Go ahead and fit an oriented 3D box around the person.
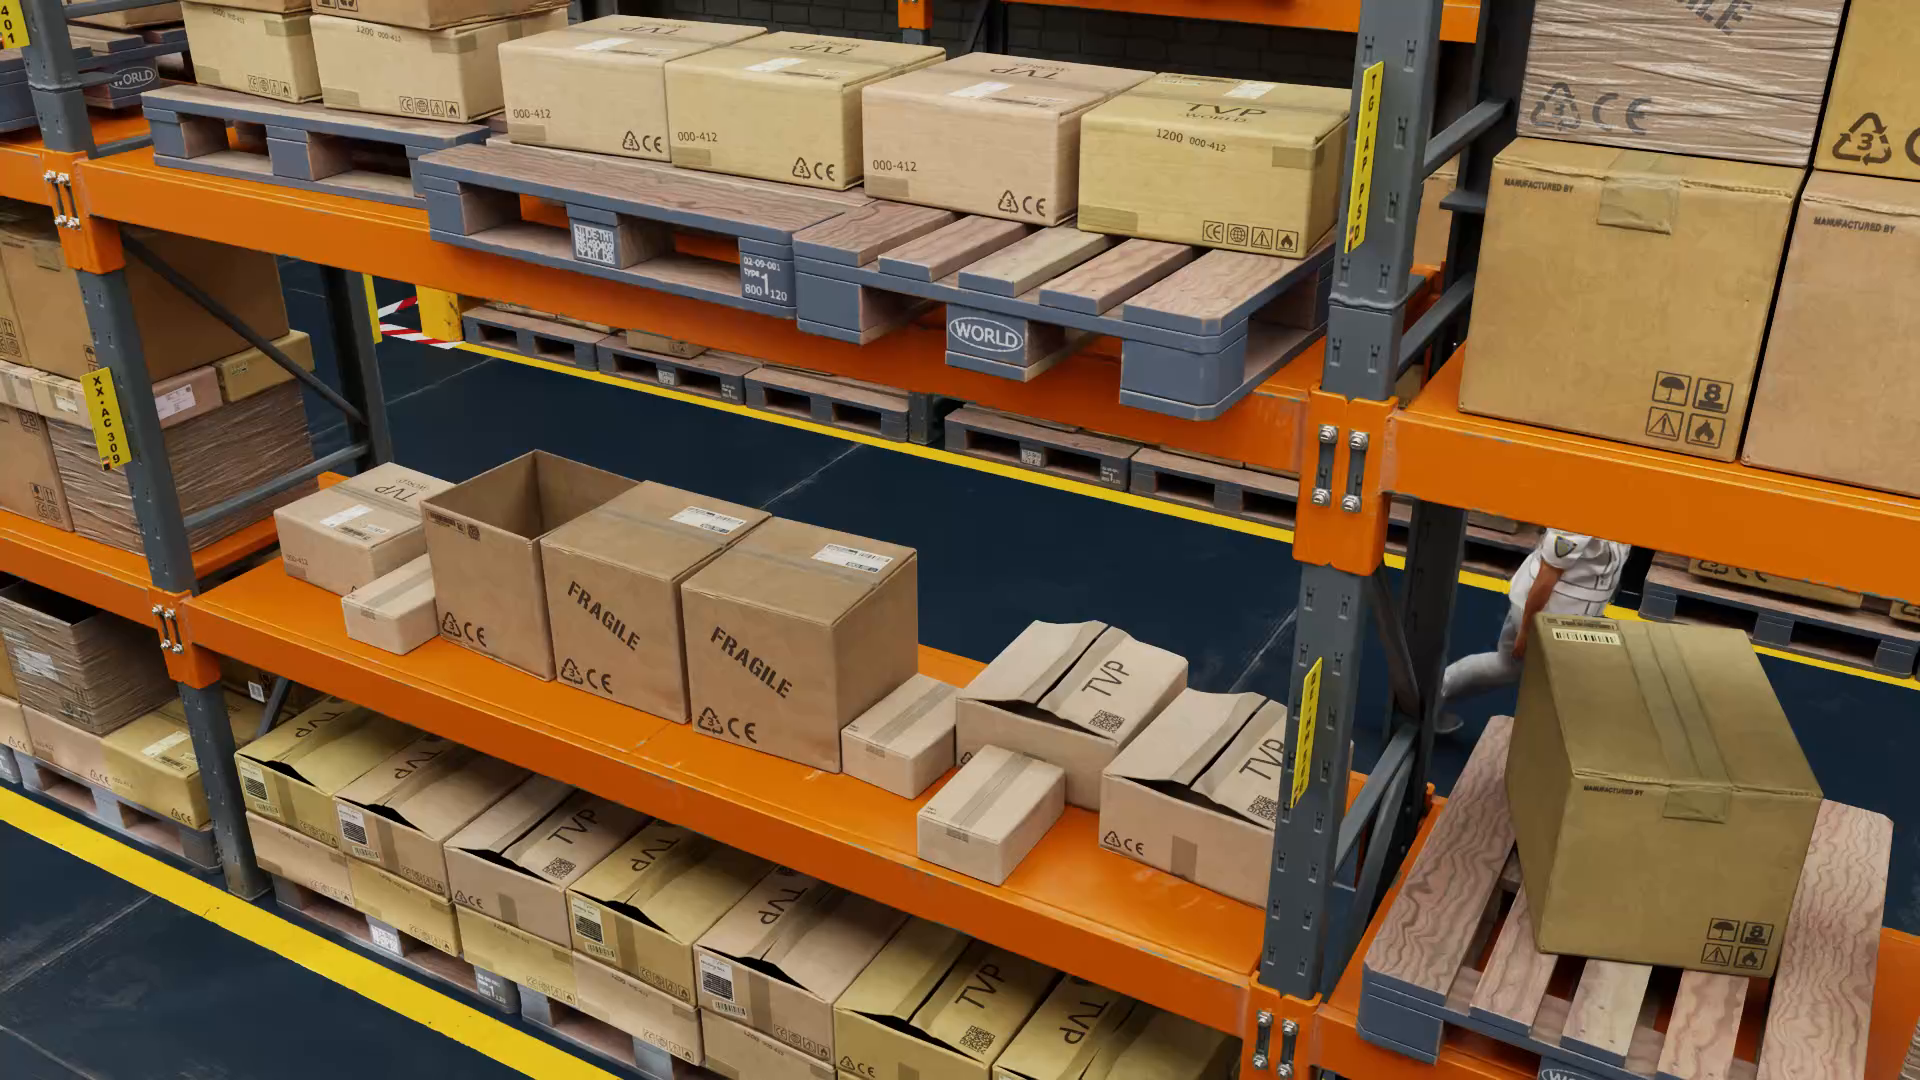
[{"bbox_3d":[2.341,0.248,6.652,1.041,1.594,0.490,11,29,21],"label":"person"}]
